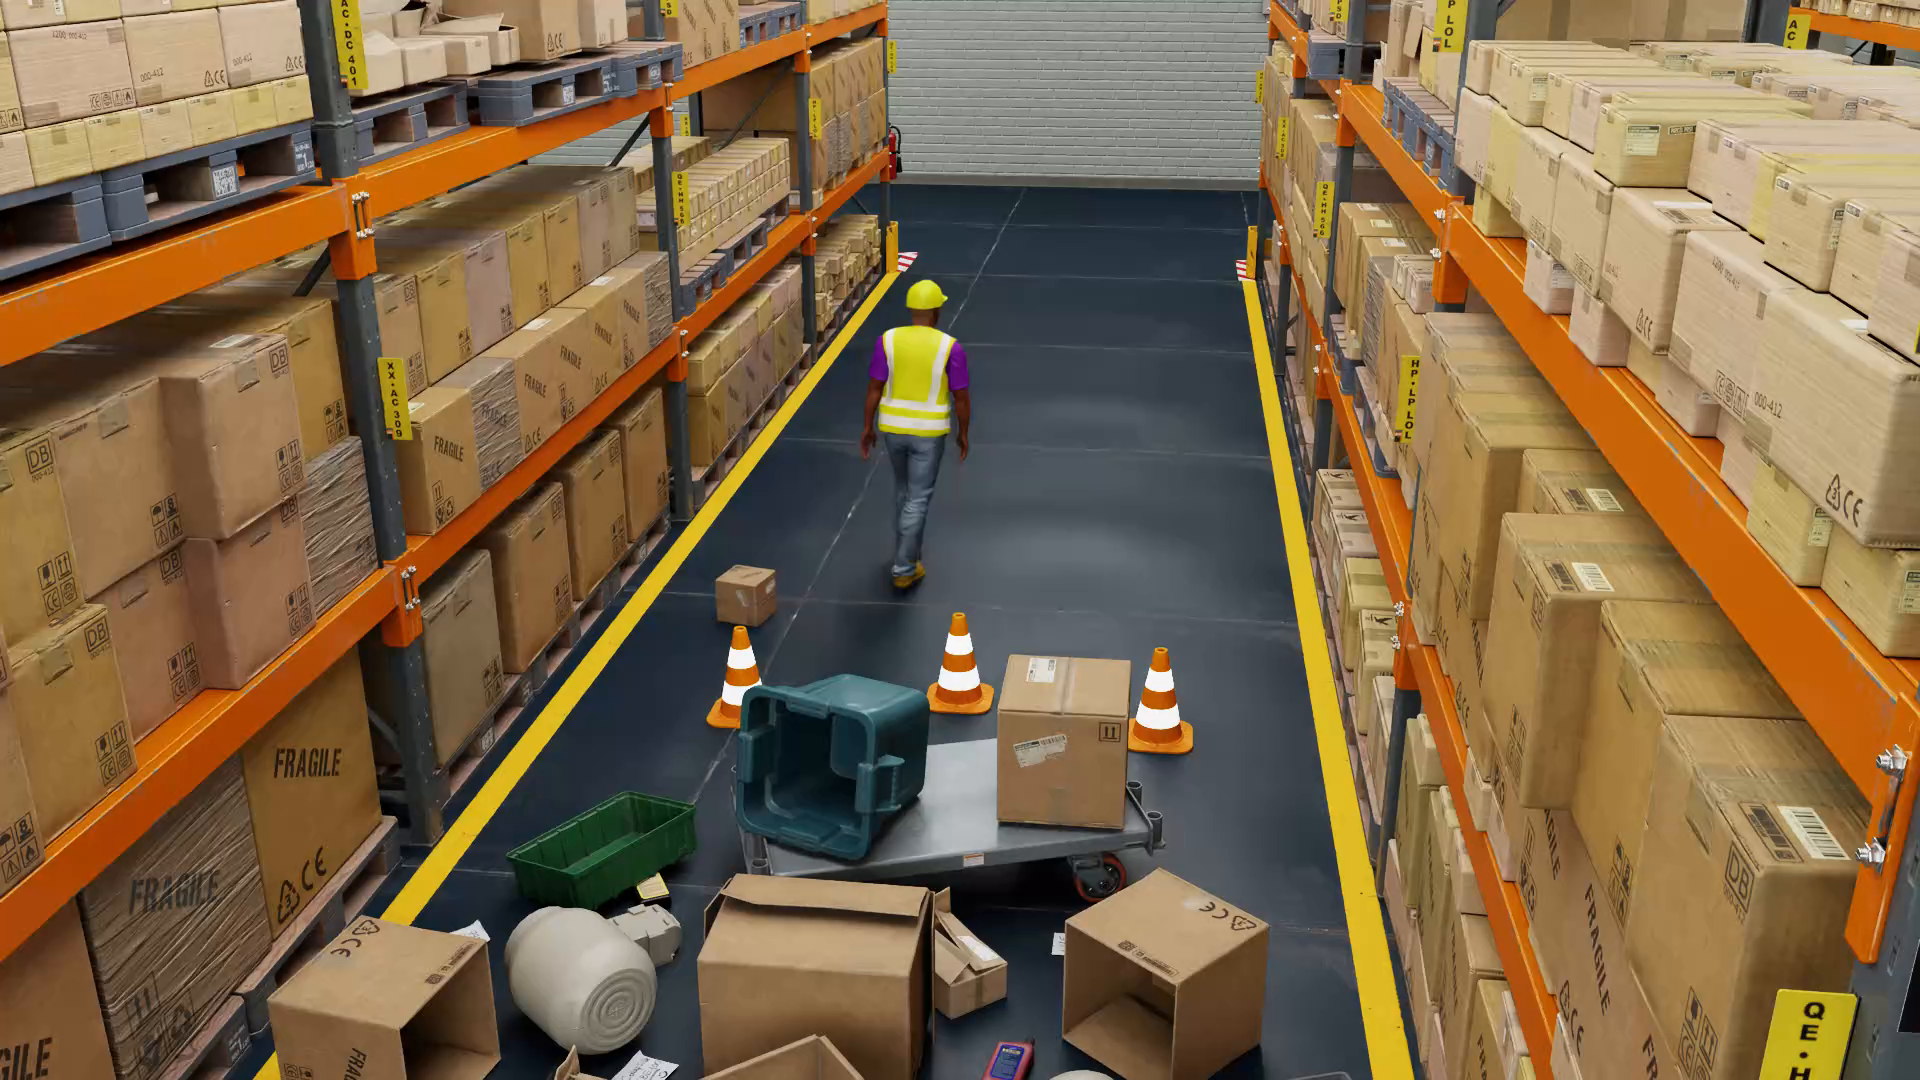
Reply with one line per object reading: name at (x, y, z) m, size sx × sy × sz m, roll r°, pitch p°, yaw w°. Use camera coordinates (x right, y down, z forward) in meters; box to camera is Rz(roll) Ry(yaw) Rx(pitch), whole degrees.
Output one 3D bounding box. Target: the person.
person at (-0.241, -0.611, 9.668) m, size 0.606 × 1.783 × 0.718 m, roll 8°, pitch 22°, yaw 20°
